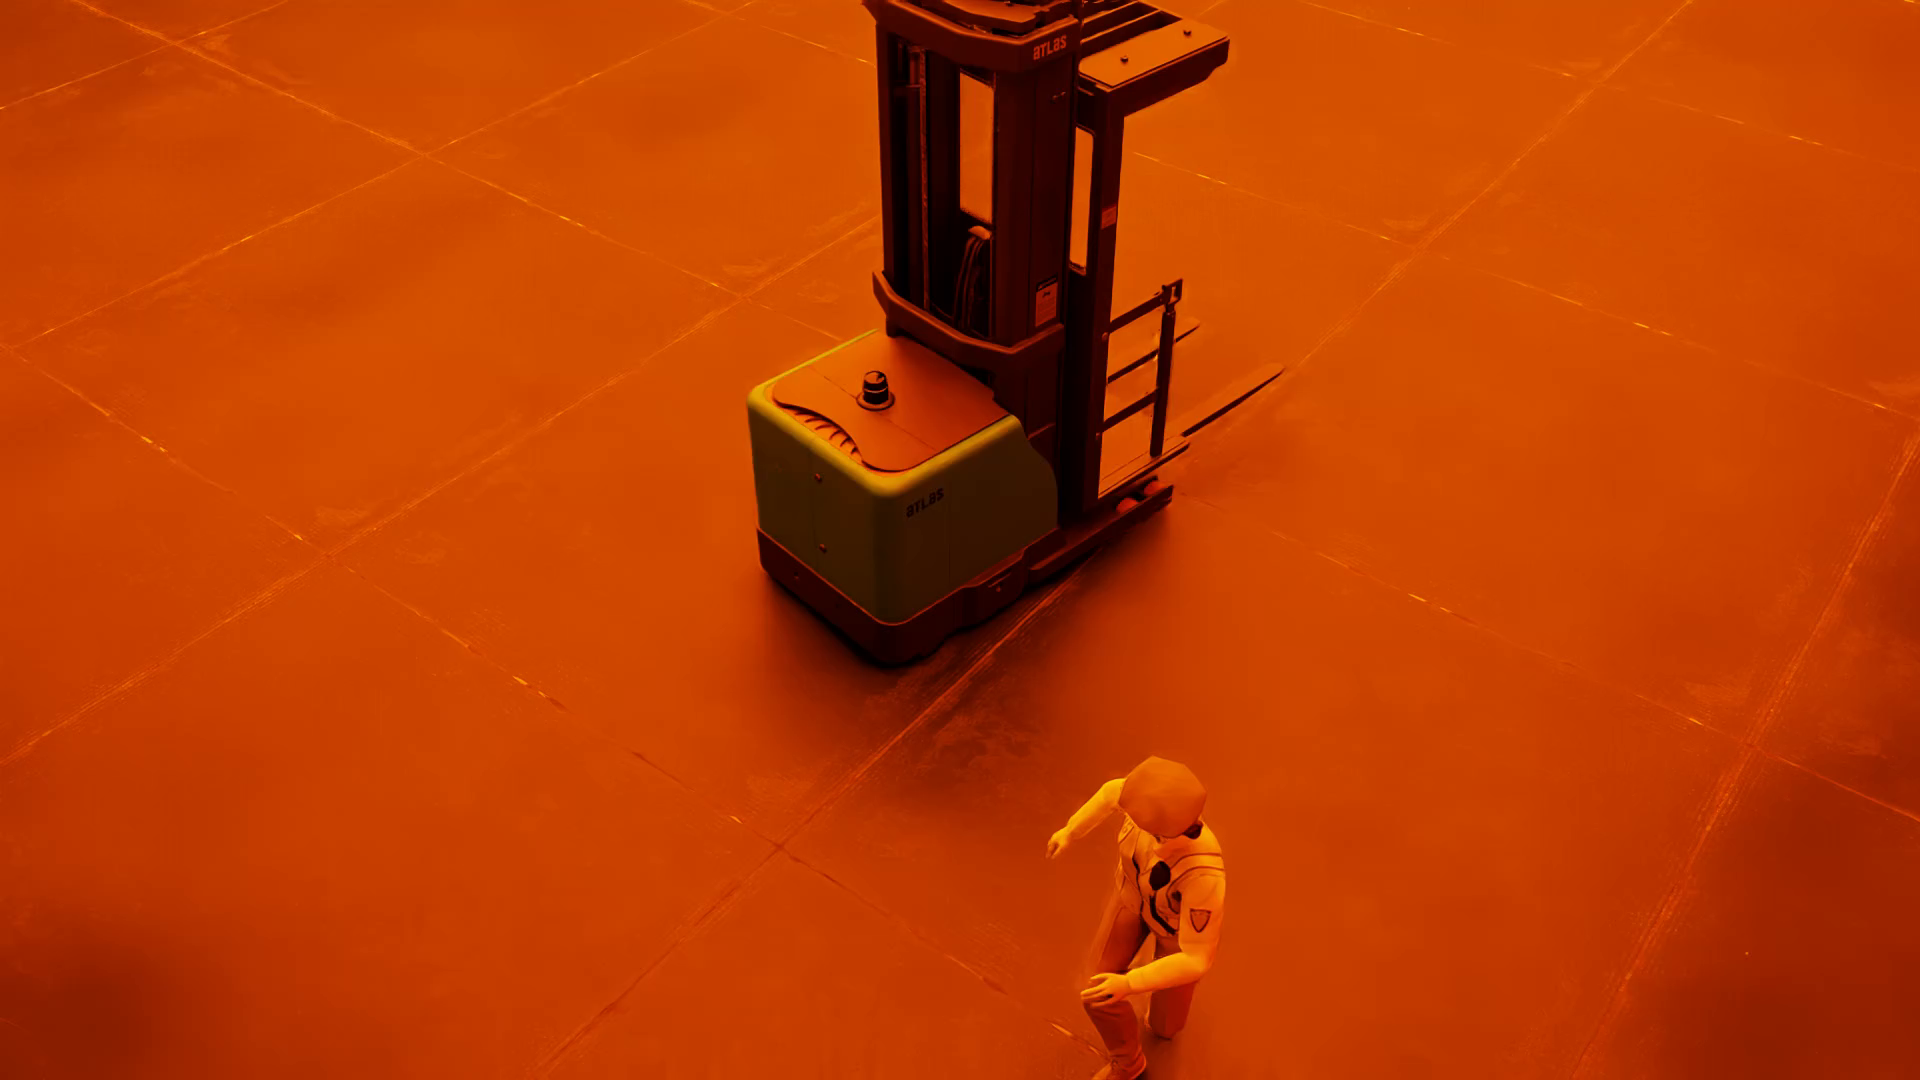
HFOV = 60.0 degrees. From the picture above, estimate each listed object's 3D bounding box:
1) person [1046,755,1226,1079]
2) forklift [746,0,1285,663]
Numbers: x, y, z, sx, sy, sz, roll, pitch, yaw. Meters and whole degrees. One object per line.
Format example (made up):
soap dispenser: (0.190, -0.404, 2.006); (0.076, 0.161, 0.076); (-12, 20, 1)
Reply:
person: (0.556, 1.289, 5.636); (0.797, 1.552, 0.814); (-33, 50, -32)
forklift: (0.445, -1.387, 7.701); (3.031, 2.935, 1.130); (-31, 49, -31)
